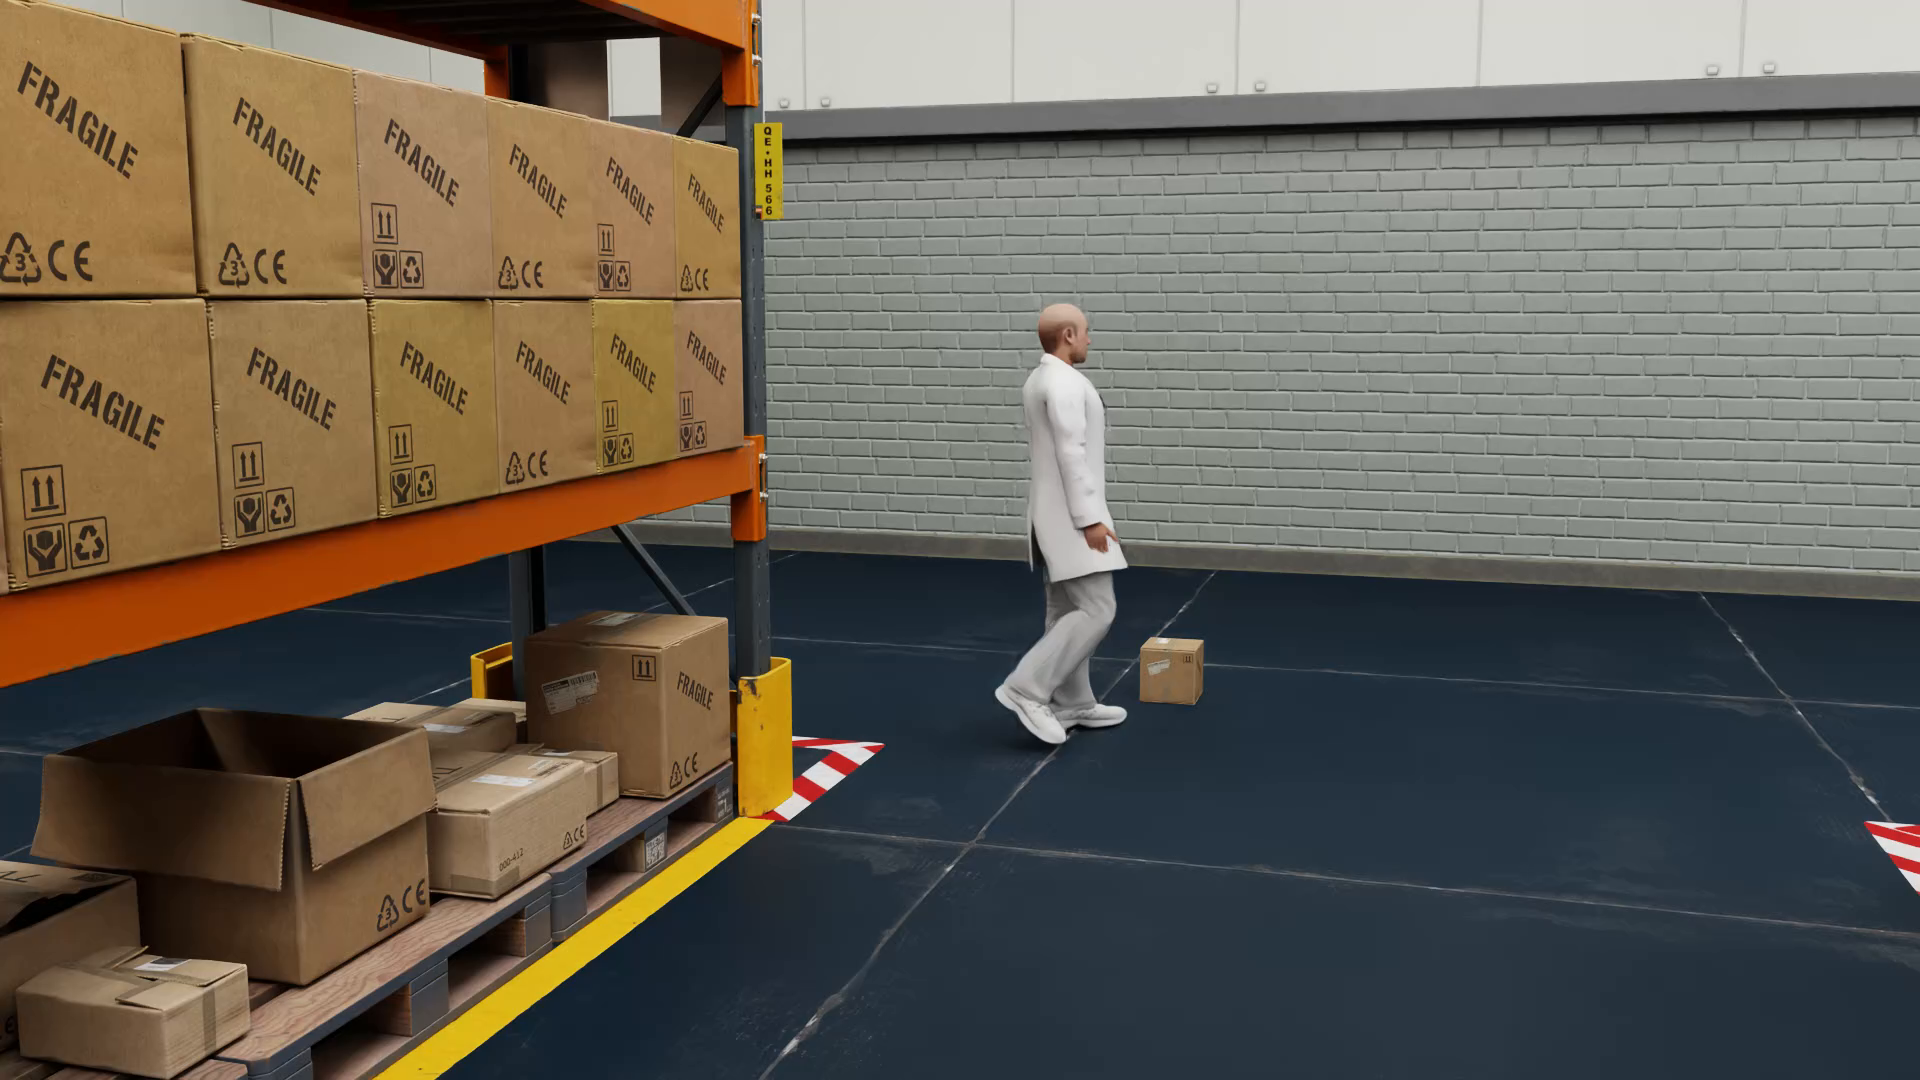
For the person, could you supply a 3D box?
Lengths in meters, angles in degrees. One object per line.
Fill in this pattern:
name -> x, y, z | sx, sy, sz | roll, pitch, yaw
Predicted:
person -> 0.427, -0.080, 6.865 | 0.602, 1.778, 0.622 | -1, 8, -9
